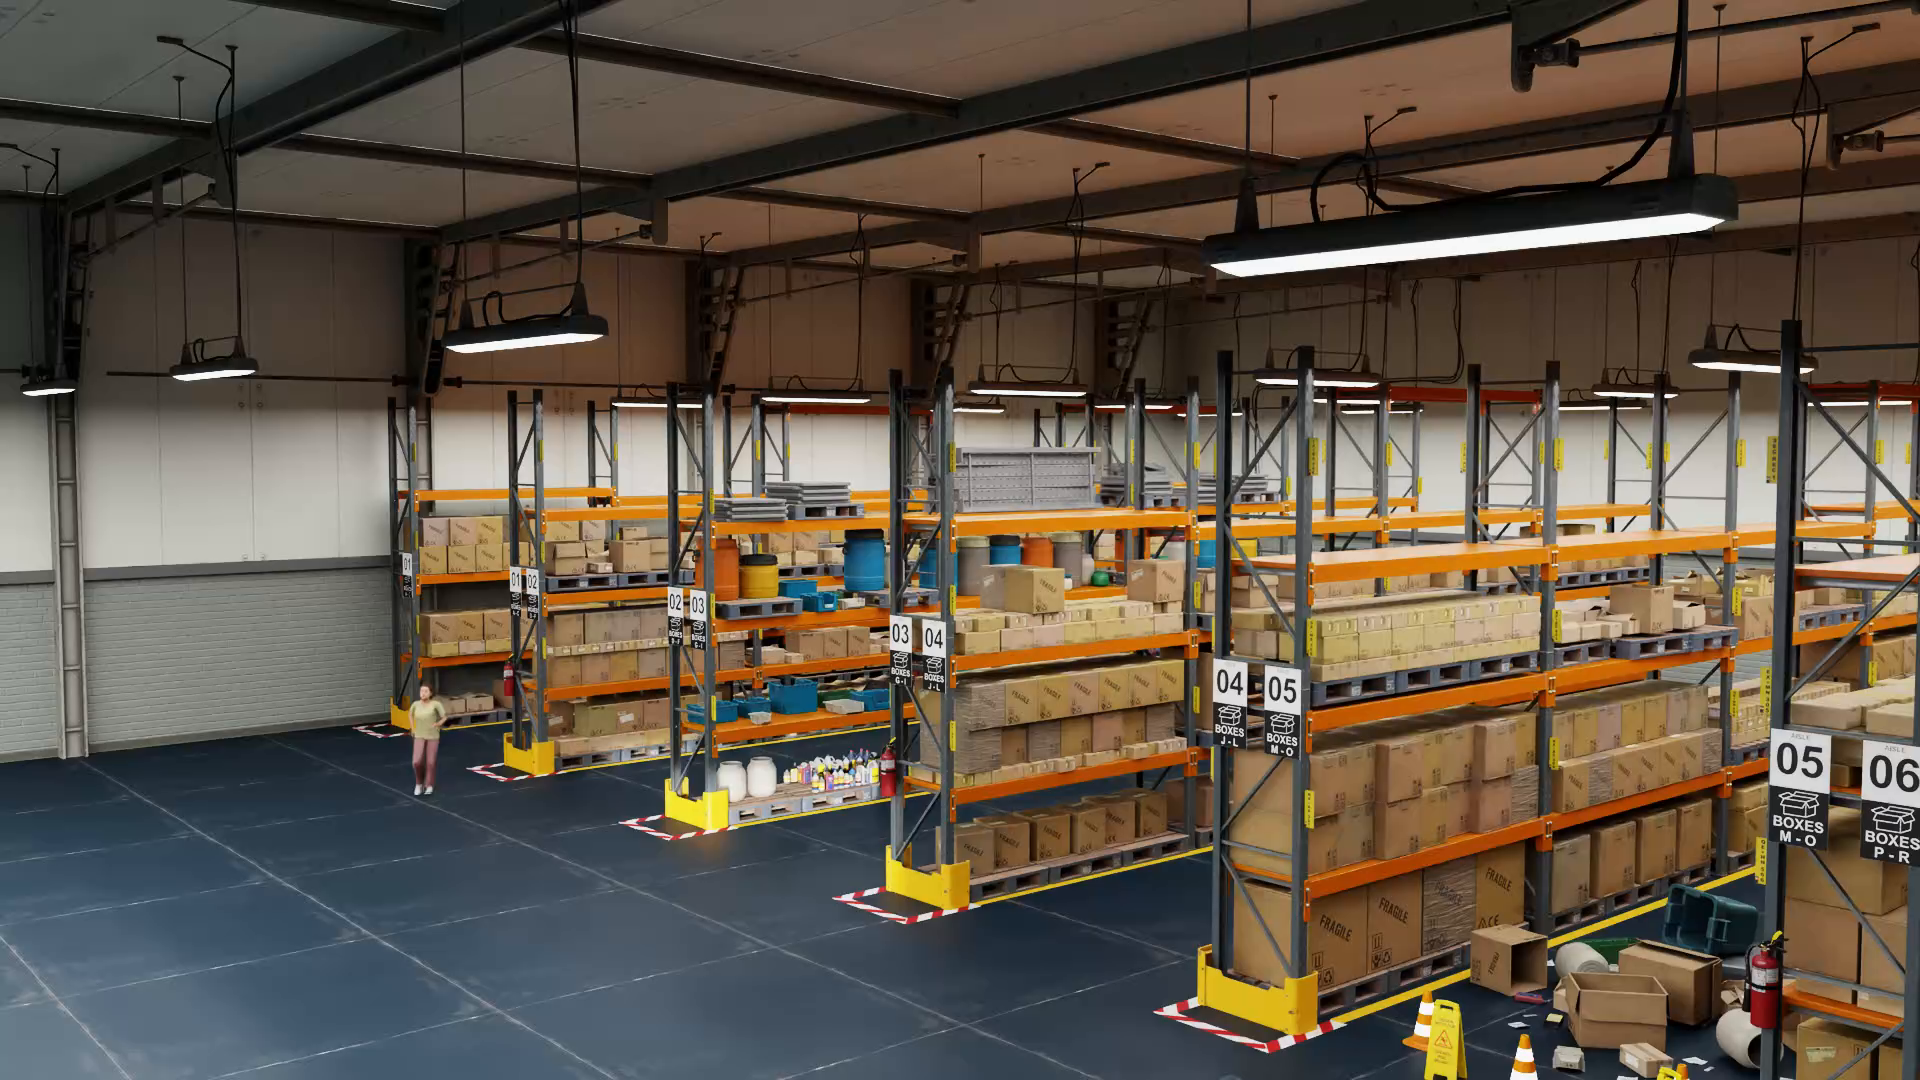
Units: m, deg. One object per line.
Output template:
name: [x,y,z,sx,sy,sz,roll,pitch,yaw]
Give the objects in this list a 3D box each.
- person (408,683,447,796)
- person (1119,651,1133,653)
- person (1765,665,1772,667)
person: [-7.794,2.912,24.314,0.581,1.649,0.623,0,3,-8]
person: [2.879,2.249,30.159,0.664,1.774,0.619,3,5,44]
person: [12.453,2.816,25.647,0.764,1.798,0.661,-2,4,-34]
